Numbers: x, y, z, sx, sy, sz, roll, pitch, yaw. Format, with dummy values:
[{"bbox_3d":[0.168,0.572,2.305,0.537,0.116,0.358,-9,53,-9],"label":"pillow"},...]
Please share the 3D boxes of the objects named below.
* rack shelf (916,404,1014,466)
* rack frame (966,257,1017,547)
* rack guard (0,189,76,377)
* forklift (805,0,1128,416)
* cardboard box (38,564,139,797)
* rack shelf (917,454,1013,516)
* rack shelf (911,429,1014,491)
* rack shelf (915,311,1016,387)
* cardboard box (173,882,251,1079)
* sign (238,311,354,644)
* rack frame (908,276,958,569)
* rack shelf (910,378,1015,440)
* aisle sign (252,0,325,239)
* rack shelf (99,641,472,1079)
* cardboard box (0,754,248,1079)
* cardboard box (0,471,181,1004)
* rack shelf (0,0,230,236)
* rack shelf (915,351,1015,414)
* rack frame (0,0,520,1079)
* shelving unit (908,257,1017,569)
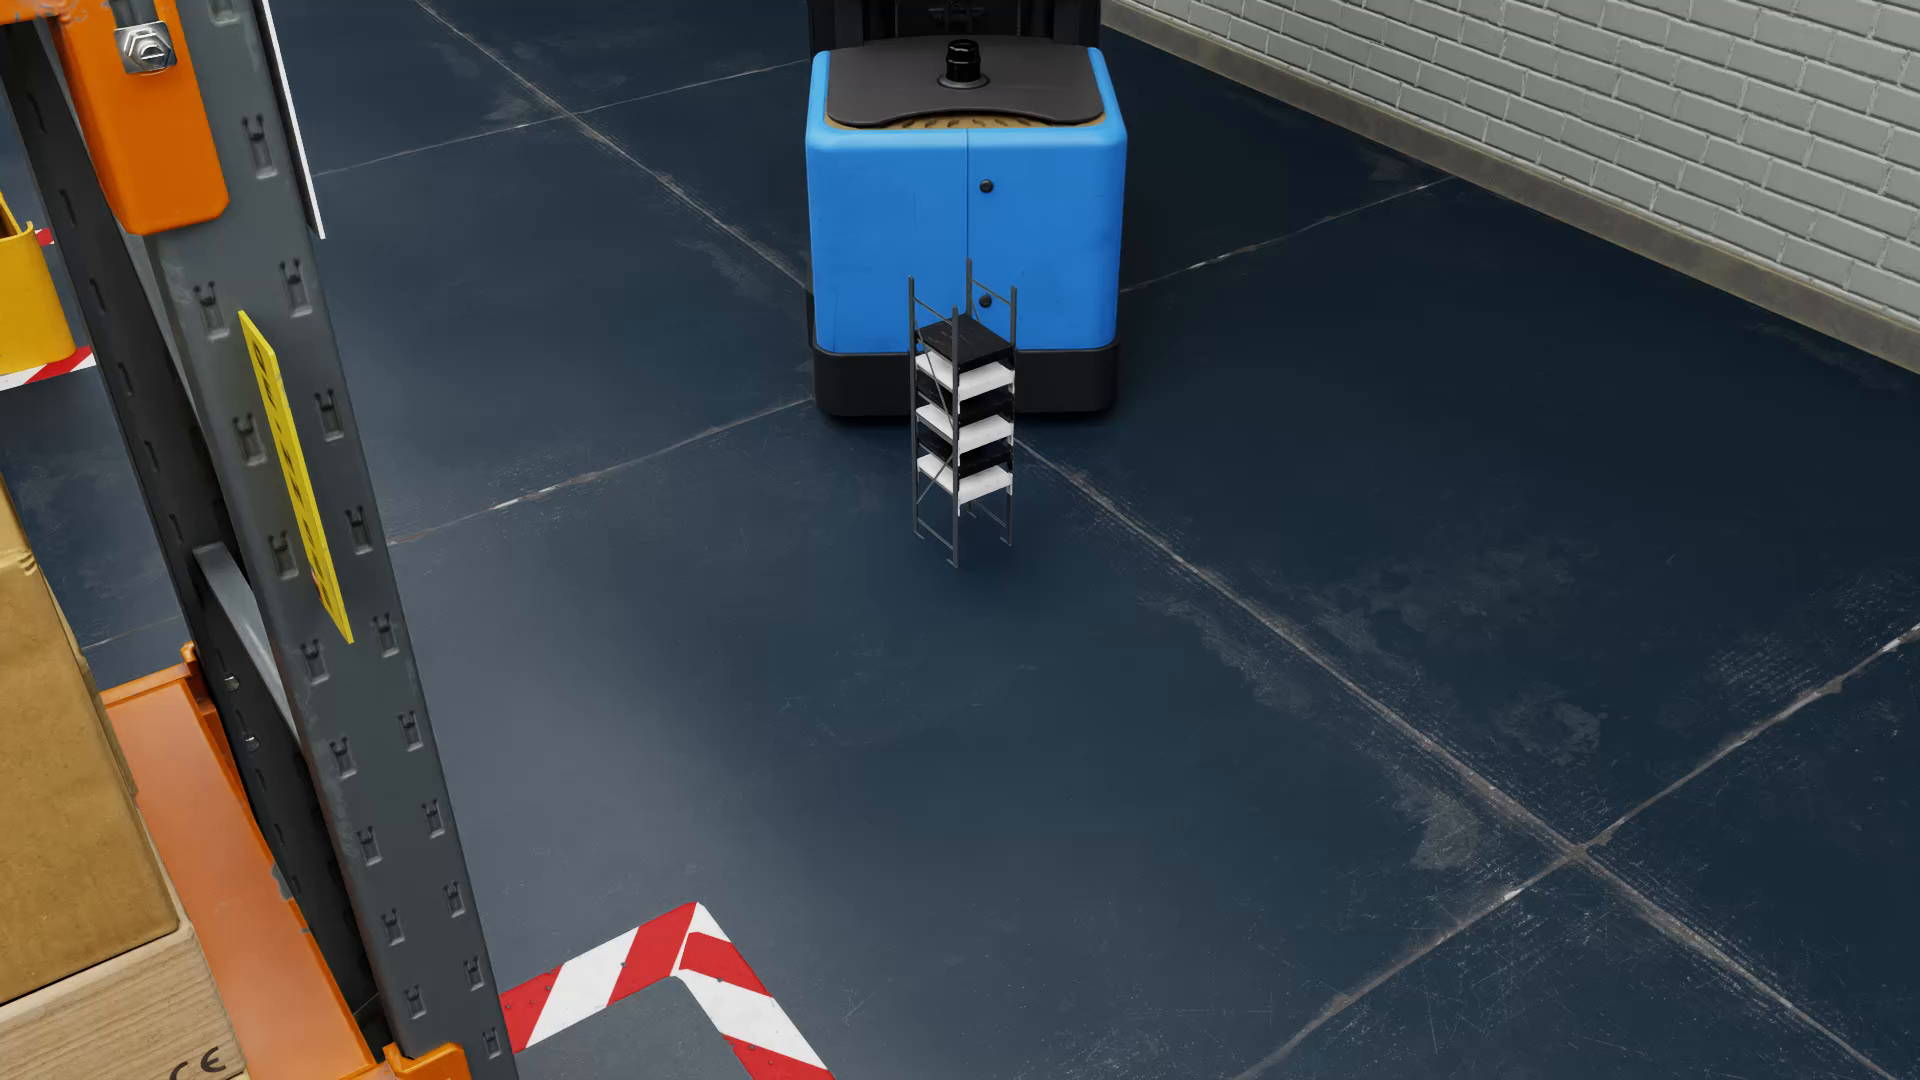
[{"bbox_3d":[0.007,-0.341,5.011,0.200,0.077,0.258,-22,41,-28],"label":"rack shelf"},{"bbox_3d":[0.090,-0.402,5.039,0.006,0.900,0.240,-22,41,-28],"label":"rack frame"},{"bbox_3d":[-3.764,-1.114,6.371,0.348,0.500,1.175,-22,41,-28],"label":"rack guard"},{"bbox_3d":[-0.032,-2.448,6.144,1.130,2.935,3.031,-1,36,-2],"label":"forklift"},{"bbox_3d":[-1.471,0.222,2.246,0.500,0.250,0.500,-24,42,-29],"label":"cardboard box"},{"bbox_3d":[0.007,-0.195,5.116,0.200,0.077,0.258,-22,41,-28],"label":"rack shelf"},{"bbox_3d":[0.007,-0.268,5.063,0.200,0.077,0.258,-22,41,-28],"label":"rack shelf"},{"bbox_3d":[0.007,-0.560,4.853,0.200,0.077,0.258,-22,41,-28],"label":"rack shelf"},{"bbox_3d":[-1.024,0.628,2.022,0.250,0.149,0.380,-22,41,-27],"label":"cardboard box"},{"bbox_3d":[-0.622,-0.053,1.560,0.005,0.325,0.100,-22,41,-28],"label":"sign"},{"bbox_3d":[-0.076,-0.334,4.943,0.006,0.900,0.240,-22,41,-28],"label":"rack frame"},{"bbox_3d":[0.007,-0.414,4.958,0.200,0.077,0.258,-22,41,-28],"label":"rack shelf"},{"bbox_3d":[-0.691,-0.687,1.410,0.004,0.787,0.394,-22,41,-28],"label":"aisle sign"},{"bbox_3d":[-2.558,1.214,1.609,4.000,0.370,1.077,-22,41,-28],"label":"rack shelf"},{"bbox_3d":[-1.166,0.479,1.888,0.500,0.250,0.500,-23,42,-29],"label":"cardboard box"},{"bbox_3d":[-1.170,0.174,1.670,0.500,0.500,0.500,-22,41,-27],"label":"cardboard box"},{"bbox_3d":[-2.558,-0.004,0.733,4.000,0.370,1.077,-22,41,-28],"label":"rack shelf"},{"bbox_3d":[0.007,-0.487,4.905,0.200,0.077,0.258,-22,41,-28],"label":"rack shelf"},{"bbox_3d":[-0.921,0.251,2.332,0.053,2.616,0.949,-22,41,-28],"label":"rack frame"},{"bbox_3d":[0.007,-0.368,4.991,0.210,0.900,0.258,-22,41,-28],"label":"shelving unit"}]
